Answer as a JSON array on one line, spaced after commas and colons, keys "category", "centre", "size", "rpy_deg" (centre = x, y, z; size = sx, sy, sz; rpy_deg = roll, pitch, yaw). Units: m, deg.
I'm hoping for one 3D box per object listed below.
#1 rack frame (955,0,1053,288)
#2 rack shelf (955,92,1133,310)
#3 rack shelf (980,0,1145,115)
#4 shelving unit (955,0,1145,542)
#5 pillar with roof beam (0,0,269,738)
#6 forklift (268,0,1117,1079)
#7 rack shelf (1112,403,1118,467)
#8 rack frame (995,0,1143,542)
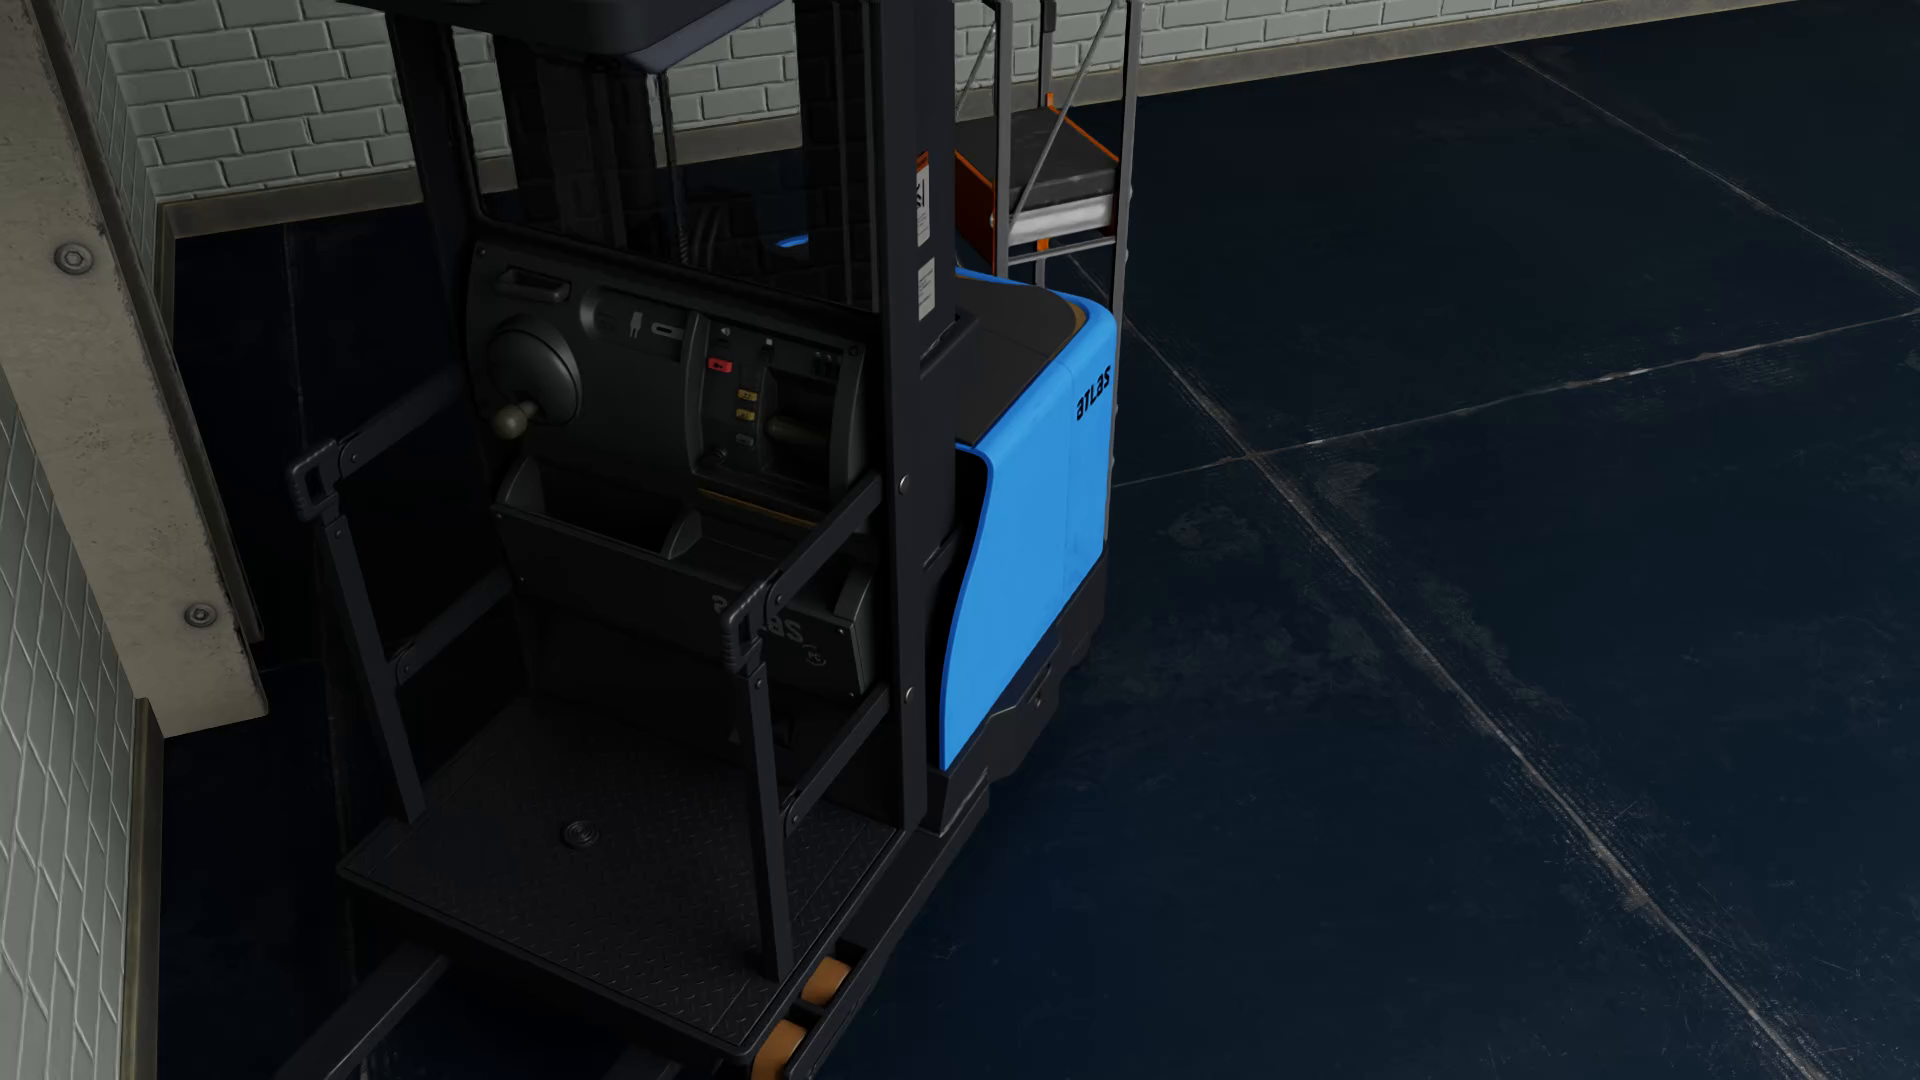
[{"category": "rack frame", "centre": [0.078, -1.056, 4.907], "size": [0.400, 2.100, 0.015], "rpy_deg": [-15, 40, -19]}, {"category": "rack shelf", "centre": [0.178, -0.911, 4.737], "size": [0.431, 0.518, 0.480], "rpy_deg": [-15, 40, -19]}, {"category": "rack shelf", "centre": [0.178, -1.470, 4.316], "size": [0.431, 0.518, 0.480], "rpy_deg": [-15, 40, -19]}, {"category": "shelving unit", "centre": [0.178, -0.922, 4.729], "size": [0.431, 2.100, 0.503], "rpy_deg": [-15, 40, -19]}, {"category": "pillar with roof beam", "centre": [1.913, -4.082, 3.190], "size": [9.100, 9.000, 0.400], "rpy_deg": [-12, 39, -16]}, {"category": "forklift", "centre": [-0.697, -0.261, 3.161], "size": [1.130, 2.935, 3.031], "rpy_deg": [17, 40, 21]}, {"category": "rack shelf", "centre": [0.178, -0.352, 5.158], "size": [0.431, 0.518, 0.480], "rpy_deg": [-15, 40, -19]}, {"category": "rack frame", "centre": [0.278, -0.788, 4.551], "size": [0.400, 2.100, 0.015], "rpy_deg": [-15, 40, -19]}]
